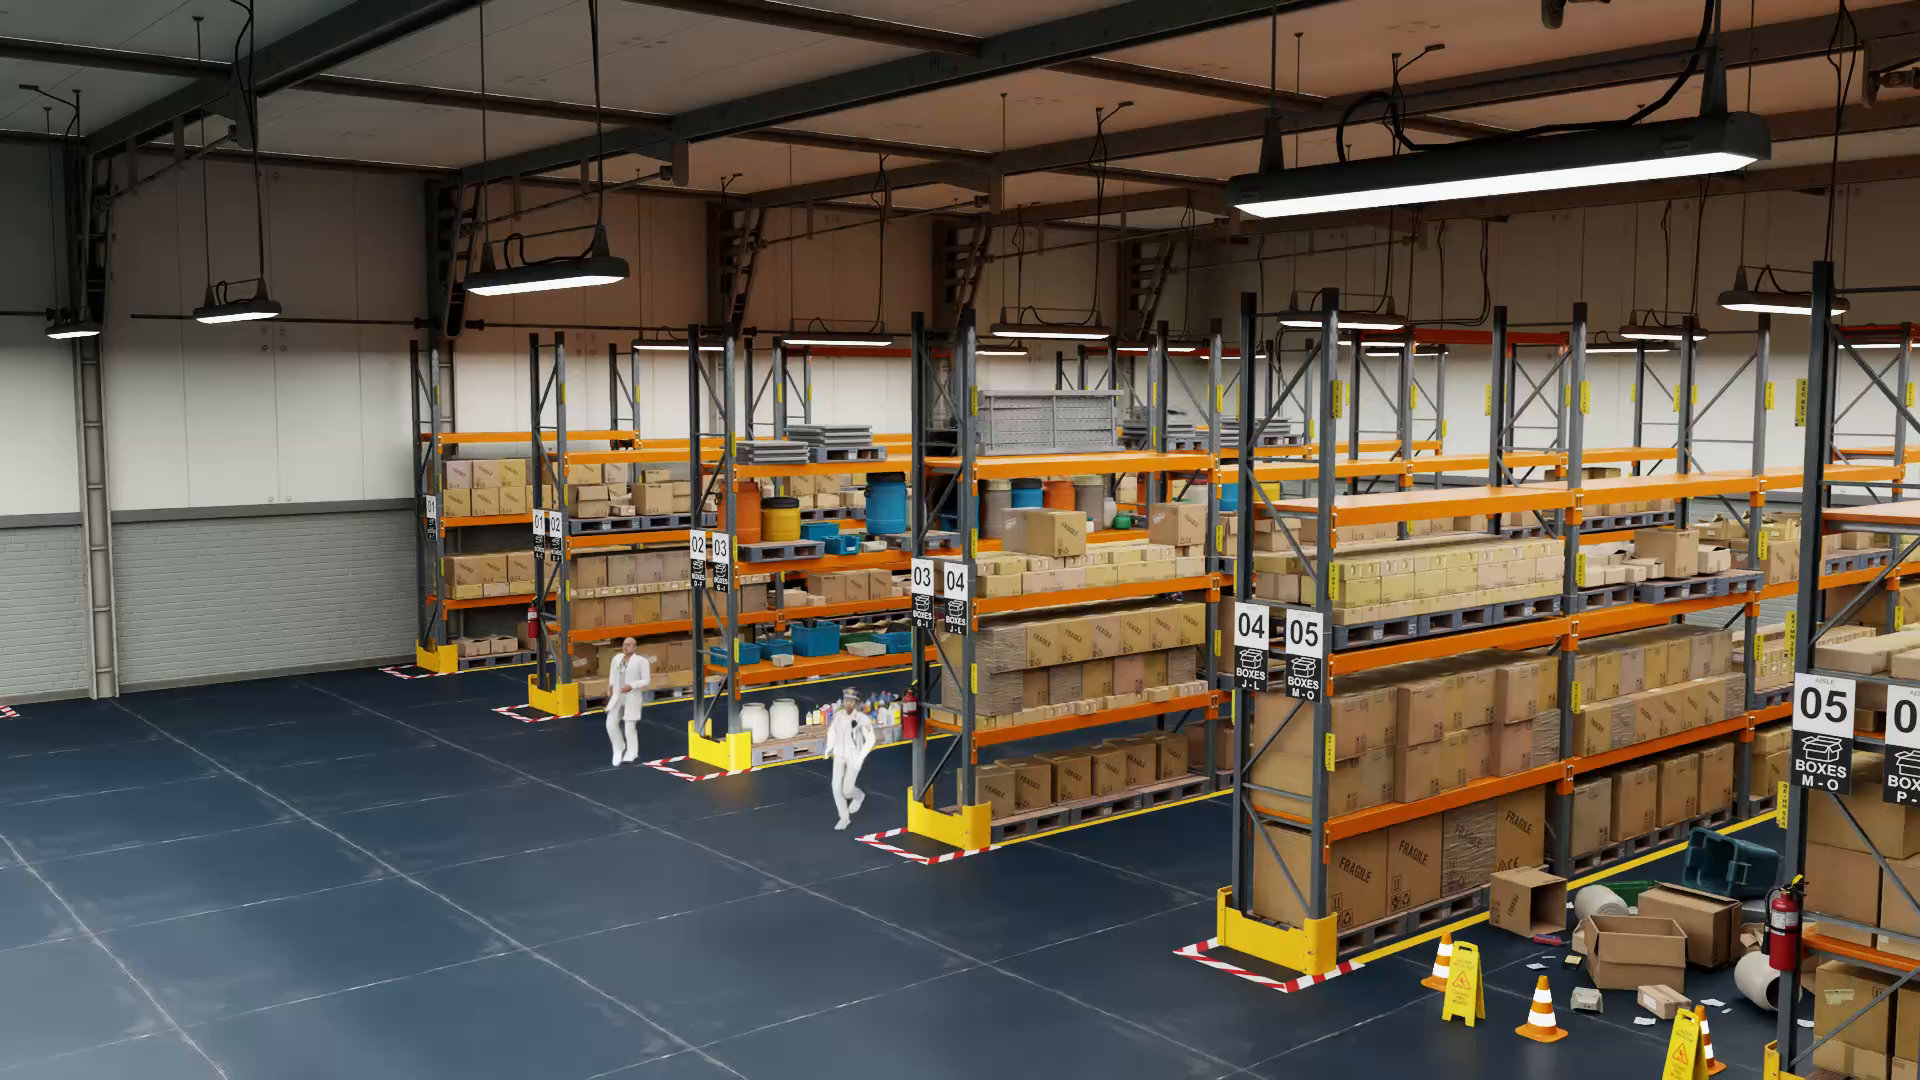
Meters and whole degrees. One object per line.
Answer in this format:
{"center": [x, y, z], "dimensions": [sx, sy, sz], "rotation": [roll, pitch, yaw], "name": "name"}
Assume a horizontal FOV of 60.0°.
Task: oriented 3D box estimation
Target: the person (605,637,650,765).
{"center": [-4.562, 2.206, 22.735], "dimensions": [0.689, 1.769, 0.711], "rotation": [1, 5, 14], "name": "person"}

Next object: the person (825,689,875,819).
{"center": [-1.277, 2.505, 19.553], "dimensions": [0.638, 1.574, 0.525], "rotation": [2, 6, 24], "name": "person"}
